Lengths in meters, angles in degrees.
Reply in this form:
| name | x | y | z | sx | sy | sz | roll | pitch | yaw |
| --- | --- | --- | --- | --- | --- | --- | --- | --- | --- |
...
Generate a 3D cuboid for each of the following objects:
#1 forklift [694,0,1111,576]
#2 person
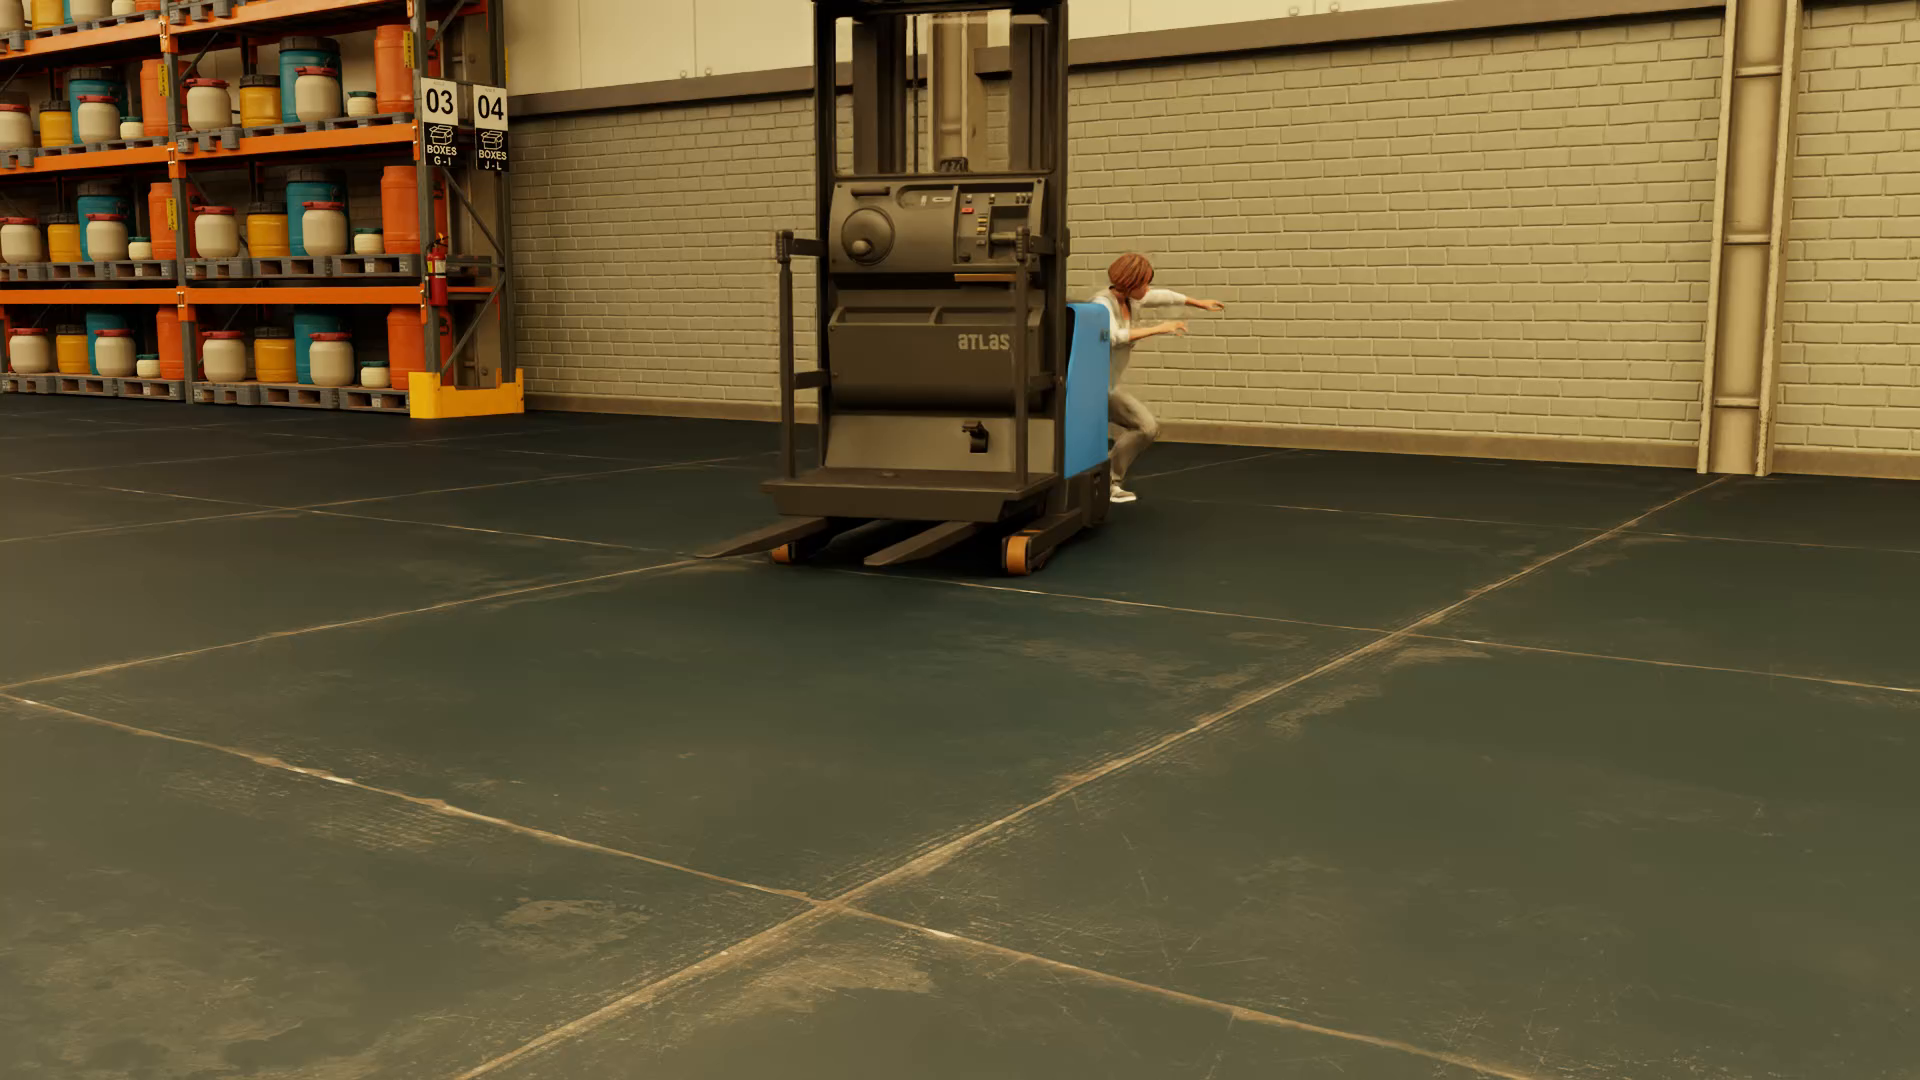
| name | x | y | z | sx | sy | sz | roll | pitch | yaw |
| --- | --- | --- | --- | --- | --- | --- | --- | --- | --- |
| forklift | -0.159 | -1.367 | 6.809 | 1.130 | 2.935 | 3.031 | 2 | 8 | 16 |
| person | 0.897 | -0.793 | 8.532 | 0.732 | 1.315 | 1.360 | 6 | 10 | 38 |
